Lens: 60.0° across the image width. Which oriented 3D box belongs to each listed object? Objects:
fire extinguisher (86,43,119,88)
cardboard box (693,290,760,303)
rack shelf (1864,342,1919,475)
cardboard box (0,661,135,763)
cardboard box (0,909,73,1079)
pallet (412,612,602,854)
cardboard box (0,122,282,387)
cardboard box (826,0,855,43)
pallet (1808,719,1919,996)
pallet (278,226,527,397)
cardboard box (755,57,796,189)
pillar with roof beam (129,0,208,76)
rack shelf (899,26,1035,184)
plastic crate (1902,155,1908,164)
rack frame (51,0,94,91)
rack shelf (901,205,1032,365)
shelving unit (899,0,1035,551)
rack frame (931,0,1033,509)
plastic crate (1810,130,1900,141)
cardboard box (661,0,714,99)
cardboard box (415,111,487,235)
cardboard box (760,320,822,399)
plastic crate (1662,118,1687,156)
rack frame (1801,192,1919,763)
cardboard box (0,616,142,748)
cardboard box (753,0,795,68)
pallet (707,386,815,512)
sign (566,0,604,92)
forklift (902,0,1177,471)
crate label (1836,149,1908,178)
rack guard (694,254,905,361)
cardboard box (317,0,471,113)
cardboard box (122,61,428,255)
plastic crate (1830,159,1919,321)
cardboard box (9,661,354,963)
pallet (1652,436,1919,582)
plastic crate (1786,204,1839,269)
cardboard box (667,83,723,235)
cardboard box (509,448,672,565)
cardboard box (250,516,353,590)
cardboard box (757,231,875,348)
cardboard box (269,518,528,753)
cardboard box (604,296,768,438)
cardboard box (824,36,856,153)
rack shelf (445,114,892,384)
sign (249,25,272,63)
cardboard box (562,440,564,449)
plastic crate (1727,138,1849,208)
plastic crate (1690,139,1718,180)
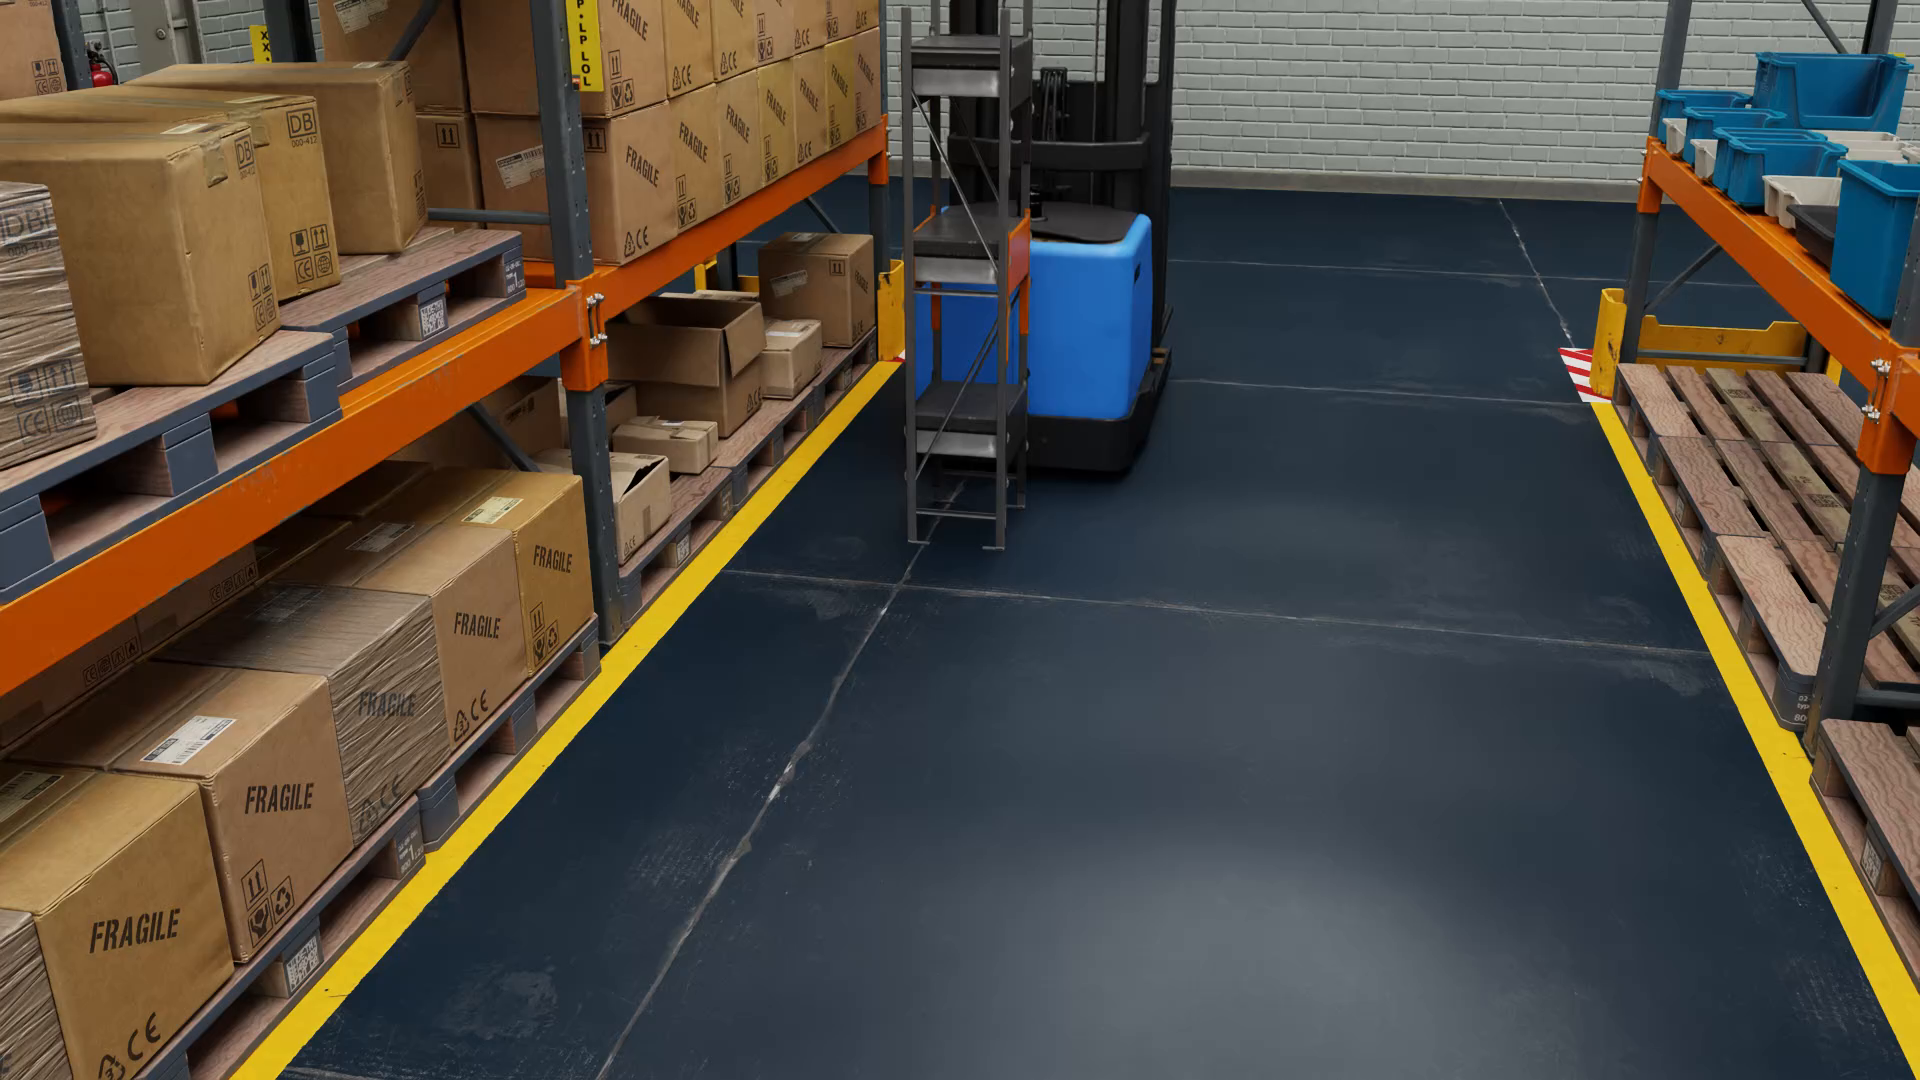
[{"bbox_3d":[-5.264,-2.717,10.188,0.296,0.674,0.183,4,22,11],"label":"fire extinguisher"},{"bbox_3d":[-1.318,-1.285,9.255,0.380,0.149,0.250,4,22,11],"label":"cardboard box"},{"bbox_3d":[2.728,0.377,2.865,1.077,0.370,4.000,4,22,11],"label":"rack shelf"},{"bbox_3d":[-2.361,0.610,4.081,0.500,0.500,0.500,4,22,9],"label":"cardboard box"},{"bbox_3d":[-2.055,1.015,3.076,0.500,0.500,0.500,4,22,9],"label":"cardboard box"},{"bbox_3d":[-1.842,0.527,5.263,1.003,0.211,1.213,4,22,11],"label":"pallet"},{"bbox_3d":[-2.013,-0.657,3.775,0.700,0.500,0.500,-1,22,-3],"label":"cardboard box"},{"bbox_3d":[-0.820,-2.671,7.999,0.500,0.500,0.500,5,22,12],"label":"cardboard box"},{"bbox_3d":[2.937,0.884,4.375,1.003,0.211,1.213,4,22,11],"label":"pallet"},{"bbox_3d":[-1.983,-0.694,4.819,1.003,0.211,1.213,4,22,11],"label":"pallet"},{"bbox_3d":[-1.034,-1.835,7.262,0.500,0.500,0.500,4,22,10],"label":"cardboard box"},{"bbox_3d":[-1.828,-6.414,10.734,9.100,9.000,0.400,4,22,11],"label":"pillar with roof beam"},{"bbox_3d":[0.034,-1.671,6.355,0.431,0.518,0.480,4,22,11],"label":"rack shelf"},{"bbox_3d":[3.784,-1.330,6.286,0.416,0.233,0.300,4,22,11],"label":"plastic crate"},{"bbox_3d":[-5.747,-2.906,10.054,1.000,3.000,0.127,4,22,11],"label":"rack frame"},{"bbox_3d":[0.034,-1.022,6.617,0.431,0.518,0.480,4,22,11],"label":"rack shelf"},{"bbox_3d":[0.034,-1.035,6.612,0.431,2.100,0.503,4,22,11],"label":"shelving unit"},{"bbox_3d":[0.084,-1.124,6.833,0.400,2.100,0.015,4,22,11],"label":"rack frame"},{"bbox_3d":[3.963,-1.744,7.442,0.396,0.136,0.243,4,22,11],"label":"plastic crate"},{"bbox_3d":[-1.236,-1.917,6.125,0.500,0.500,0.500,4,22,9],"label":"cardboard box"},{"bbox_3d":[-1.862,-1.316,5.971,0.500,0.500,0.500,5,22,12],"label":"cardboard box"},{"bbox_3d":[-0.990,-0.896,8.154,0.500,0.250,0.500,4,22,11],"label":"cardboard box"},{"bbox_3d":[3.433,-1.880,7.780,0.250,0.136,0.298,4,22,11],"label":"plastic crate"},{"bbox_3d":[3.136,-0.688,4.547,1.000,3.000,0.127,4,22,11],"label":"rack frame"},{"bbox_3d":[-2.356,0.248,3.976,0.500,0.250,0.500,4,22,10],"label":"cardboard box"},{"bbox_3d":[-1.026,-2.294,7.061,0.500,0.500,0.500,5,23,13],"label":"cardboard box"},{"bbox_3d":[-1.325,-0.472,7.743,1.003,0.211,1.213,4,22,11],"label":"pallet"},{"bbox_3d":[-1.169,-1.563,5.170,0.100,0.325,0.005,4,22,11],"label":"sign"},{"bbox_3d":[0.539,-2.185,8.356,1.130,2.935,3.031,4,22,11],"label":"forklift"},{"bbox_3d":[3.856,-1.536,6.924,0.396,0.136,0.243,4,22,11],"label":"crate label"},{"bbox_3d":[-0.912,-1.343,9.518,1.175,0.500,0.348,4,22,11],"label":"rack guard"},{"bbox_3d":[-1.863,-1.782,5.790,0.500,0.500,0.500,5,22,11],"label":"cardboard box"},{"bbox_3d":[-2.028,-1.152,5.003,0.700,0.500,0.500,-3,22,-7],"label":"cardboard box"},{"bbox_3d":[2.897,-0.905,5.027,0.392,0.384,0.575,4,22,11],"label":"plastic crate"},{"bbox_3d":[-1.846,0.640,4.005,0.500,0.500,0.500,4,22,9],"label":"cardboard box"},{"bbox_3d":[3.494,-0.114,6.854,1.003,0.211,1.213,4,22,11],"label":"pallet"},{"bbox_3d":[3.101,-1.018,5.654,0.437,0.125,0.590,4,22,11],"label":"plastic crate"},{"bbox_3d":[-1.241,-1.466,6.346,0.500,0.500,0.500,5,22,12],"label":"cardboard box"},{"bbox_3d":[-1.415,-0.161,6.248,0.500,0.311,0.500,4,22,11],"label":"cardboard box"},{"bbox_3d":[-2.148,0.243,4.993,0.500,0.500,0.500,5,22,12],"label":"cardboard box"},{"bbox_3d":[-0.766,-1.357,8.964,0.500,0.500,0.500,4,22,11],"label":"cardboard box"},{"bbox_3d":[-1.642,0.271,4.923,0.500,0.500,0.500,5,22,11],"label":"cardboard box"},{"bbox_3d":[-1.334,-0.801,7.579,0.797,0.503,0.637,4,22,11],"label":"cardboard box"},{"bbox_3d":[-0.824,-2.202,8.171,0.500,0.500,0.500,5,22,11],"label":"cardboard box"},{"bbox_3d":[-1.305,-1.465,7.438,1.077,0.370,4.000,4,22,11],"label":"rack shelf"},{"bbox_3d":[-2.246,-1.507,5.422,0.100,0.325,0.005,4,22,11],"label":"sign"},{"bbox_3d":[-1.856,-0.320,6.861,0.380,0.149,0.250,4,22,11],"label":"cardboard box"},{"bbox_3d":[3.249,-1.445,6.569,0.416,0.233,0.300,4,22,11],"label":"plastic crate"},{"bbox_3d":[3.294,-1.632,7.164,0.250,0.136,0.298,4,22,11],"label":"plastic crate"}]
